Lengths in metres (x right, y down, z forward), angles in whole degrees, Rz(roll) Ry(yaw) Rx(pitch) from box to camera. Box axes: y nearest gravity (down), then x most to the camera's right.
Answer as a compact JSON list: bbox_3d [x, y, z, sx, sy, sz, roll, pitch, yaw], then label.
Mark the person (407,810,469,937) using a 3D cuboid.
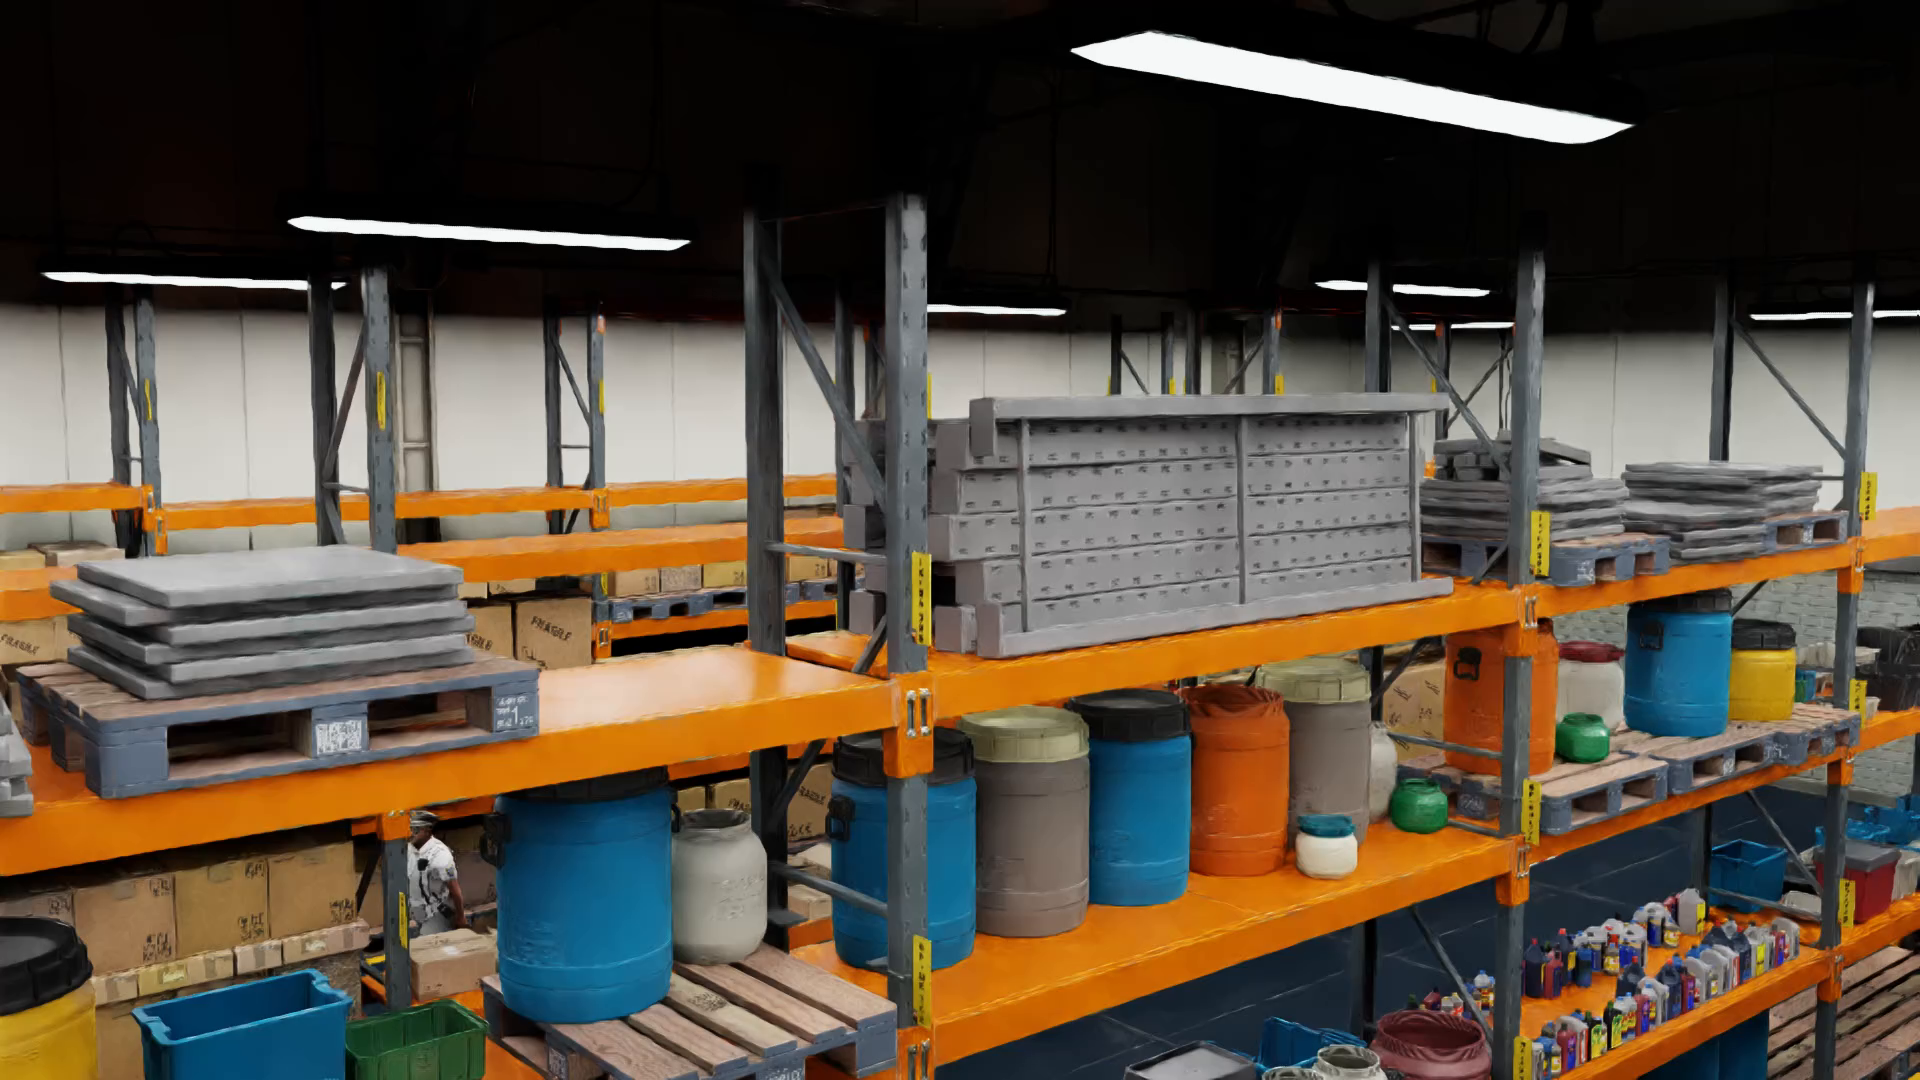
[{"bbox_3d":[-4.326,3.009,13.483,0.536,1.696,1.037,5,7,41],"label":"person"}]
